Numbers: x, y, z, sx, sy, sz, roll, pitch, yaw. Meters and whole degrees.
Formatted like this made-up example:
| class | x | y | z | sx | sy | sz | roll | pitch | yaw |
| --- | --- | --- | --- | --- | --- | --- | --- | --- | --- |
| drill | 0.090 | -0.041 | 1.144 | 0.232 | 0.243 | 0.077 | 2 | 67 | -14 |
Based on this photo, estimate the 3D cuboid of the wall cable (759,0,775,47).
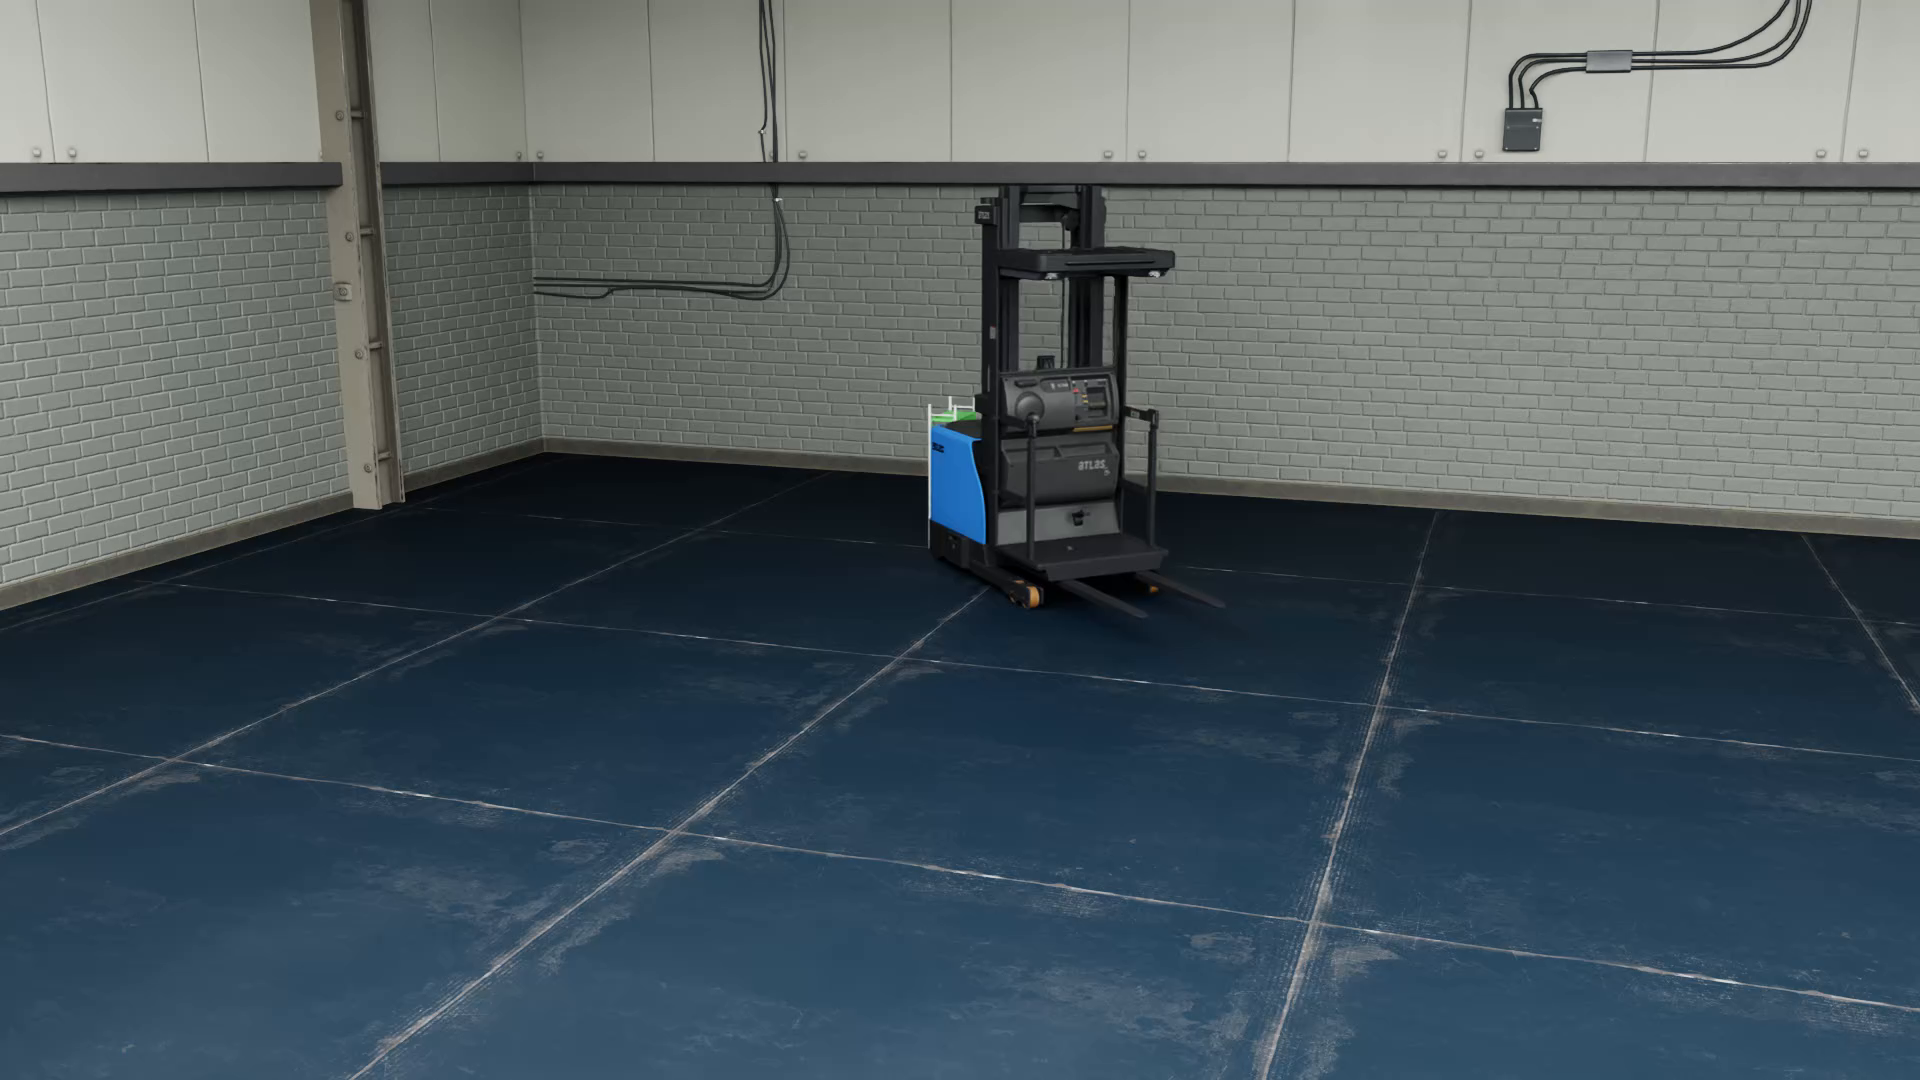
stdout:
| class | x | y | z | sx | sy | sz | roll | pitch | yaw |
| --- | --- | --- | --- | --- | --- | --- | --- | --- | --- |
| wall cable | -0.635 | -5.997 | 15.668 | 3.097 | 2.526 | 0.112 | 4 | 14 | 18 |

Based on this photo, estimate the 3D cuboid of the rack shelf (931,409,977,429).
| class | x | y | z | sx | sy | sz | roll | pitch | yaw |
| --- | --- | --- | --- | --- | --- | --- | --- | --- | --- |
| rack shelf | -0.058 | -0.959 | 13.621 | 0.258 | 0.148 | 0.480 | 5 | 14 | 19 |

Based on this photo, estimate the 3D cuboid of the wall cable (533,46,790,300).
| class | x | y | z | sx | sy | sz | roll | pitch | yaw |
| --- | --- | --- | --- | --- | --- | --- | --- | --- | --- |
| wall cable | -3.195 | -3.730 | 17.084 | 3.097 | 2.526 | 0.112 | 4 | 14 | 18 |

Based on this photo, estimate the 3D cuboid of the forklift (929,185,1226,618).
| class | x | y | z | sx | sy | sz | roll | pitch | yaw |
| --- | --- | --- | --- | --- | --- | --- | --- | --- | --- |
| forklift | 0.833 | -1.048 | 11.991 | 1.130 | 2.935 | 3.031 | -6 | 14 | -24 |

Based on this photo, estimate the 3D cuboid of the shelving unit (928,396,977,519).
| class | x | y | z | sx | sy | sz | roll | pitch | yaw |
| --- | --- | --- | --- | --- | --- | --- | --- | --- | --- |
| shelving unit | -0.058 | -0.553 | 13.714 | 0.258 | 1.200 | 0.503 | 5 | 14 | 19 |

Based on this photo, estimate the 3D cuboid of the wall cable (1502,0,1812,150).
| class | x | y | z | sx | sy | sz | roll | pitch | yaw |
| --- | --- | --- | --- | --- | --- | --- | --- | --- | --- |
| wall cable | 5.783 | -6.215 | 13.350 | 2.305 | 6.003 | 0.169 | 4 | 14 | 18 |

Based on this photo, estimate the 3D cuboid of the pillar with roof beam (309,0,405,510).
| class | x | y | z | sx | sy | sz | roll | pitch | yaw |
| --- | --- | --- | --- | --- | --- | --- | --- | --- | --- |
| pillar with roof beam | -1.326 | -4.408 | 13.080 | 9.100 | 9.000 | 0.400 | 4 | 14 | 18 |

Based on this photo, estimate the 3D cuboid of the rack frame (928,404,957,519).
| class | x | y | z | sx | sy | sz | roll | pitch | yaw |
| --- | --- | --- | --- | --- | --- | --- | --- | --- | --- |
| rack frame | -0.141 | -0.502 | 13.490 | 0.240 | 1.200 | 0.015 | 5 | 14 | 19 |

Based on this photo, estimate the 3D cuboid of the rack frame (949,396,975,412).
| class | x | y | z | sx | sy | sz | roll | pitch | yaw |
| --- | --- | --- | --- | --- | --- | --- | --- | --- | --- |
| rack frame | 0.025 | -0.604 | 13.938 | 0.240 | 1.200 | 0.015 | 5 | 14 | 19 |
